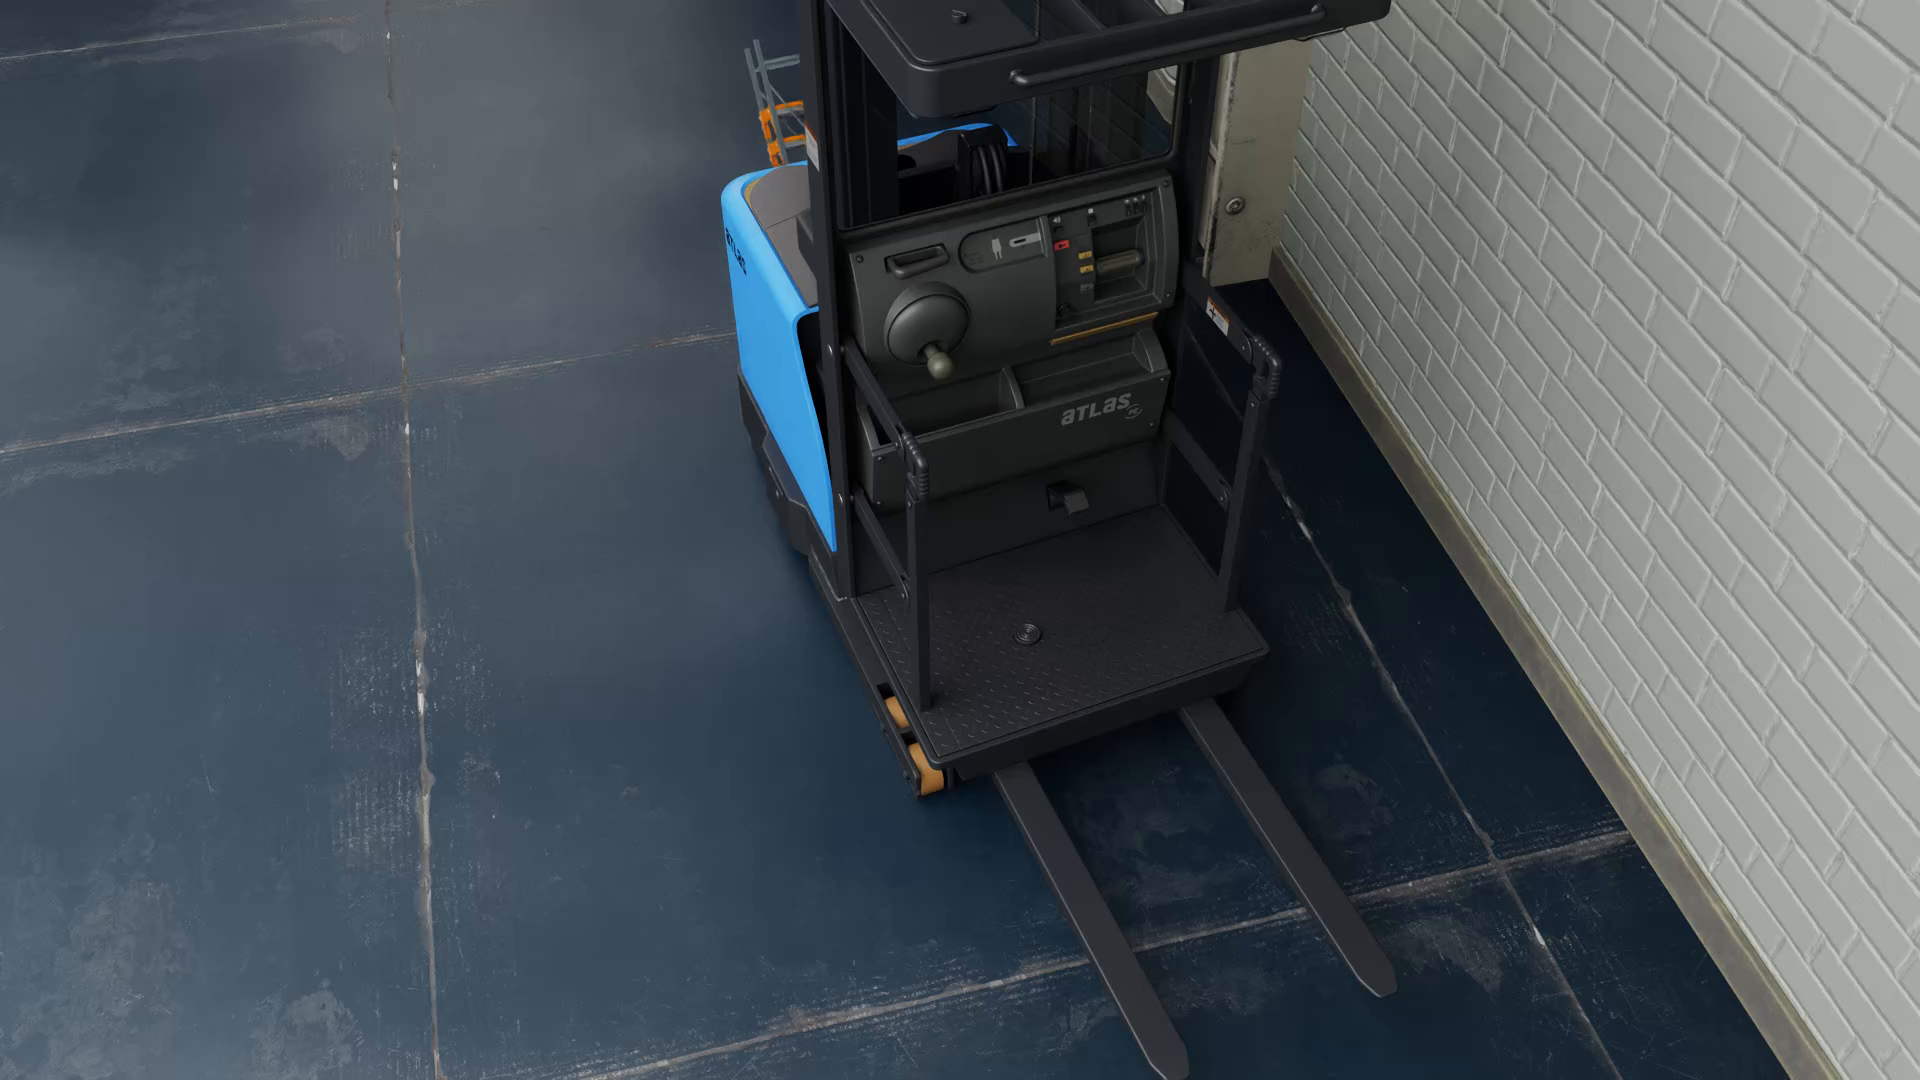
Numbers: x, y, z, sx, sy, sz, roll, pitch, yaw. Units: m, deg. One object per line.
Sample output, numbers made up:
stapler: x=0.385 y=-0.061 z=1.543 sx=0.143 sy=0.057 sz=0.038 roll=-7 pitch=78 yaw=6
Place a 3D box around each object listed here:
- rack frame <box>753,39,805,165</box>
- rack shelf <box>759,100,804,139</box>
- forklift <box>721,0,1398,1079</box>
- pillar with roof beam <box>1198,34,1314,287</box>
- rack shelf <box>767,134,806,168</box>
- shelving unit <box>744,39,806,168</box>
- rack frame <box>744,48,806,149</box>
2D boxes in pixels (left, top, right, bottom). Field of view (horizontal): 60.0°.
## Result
rack frame: x=-0.503 y=-1.269 z=6.164 sx=0.240 sy=1.200 sz=0.006 roll=-16 pitch=10 yaw=-15
rack shelf: x=-0.602 y=-1.581 z=6.197 sx=0.258 sy=0.103 sz=0.180 roll=-16 pitch=10 yaw=-15
forklift: x=0.243 y=-0.611 z=4.297 sx=1.130 sy=2.935 sz=3.031 roll=-17 pitch=48 yaw=-16
pillar with roof beam: x=-3.067 y=-3.552 z=2.930 sx=9.100 sy=9.000 sz=0.400 roll=-11 pitch=47 yaw=-10
rack shelf: x=-0.574 y=-1.466 z=6.218 sx=0.258 sy=0.103 sz=0.180 roll=-16 pitch=10 yaw=-15
shelving unit: x=-0.530 y=-1.278 z=6.251 sx=0.258 sy=1.200 sz=0.189 roll=-16 pitch=10 yaw=-15
rack frame: x=-0.557 y=-1.287 z=6.338 sx=0.240 sy=1.200 sz=0.006 roll=-16 pitch=10 yaw=-15
